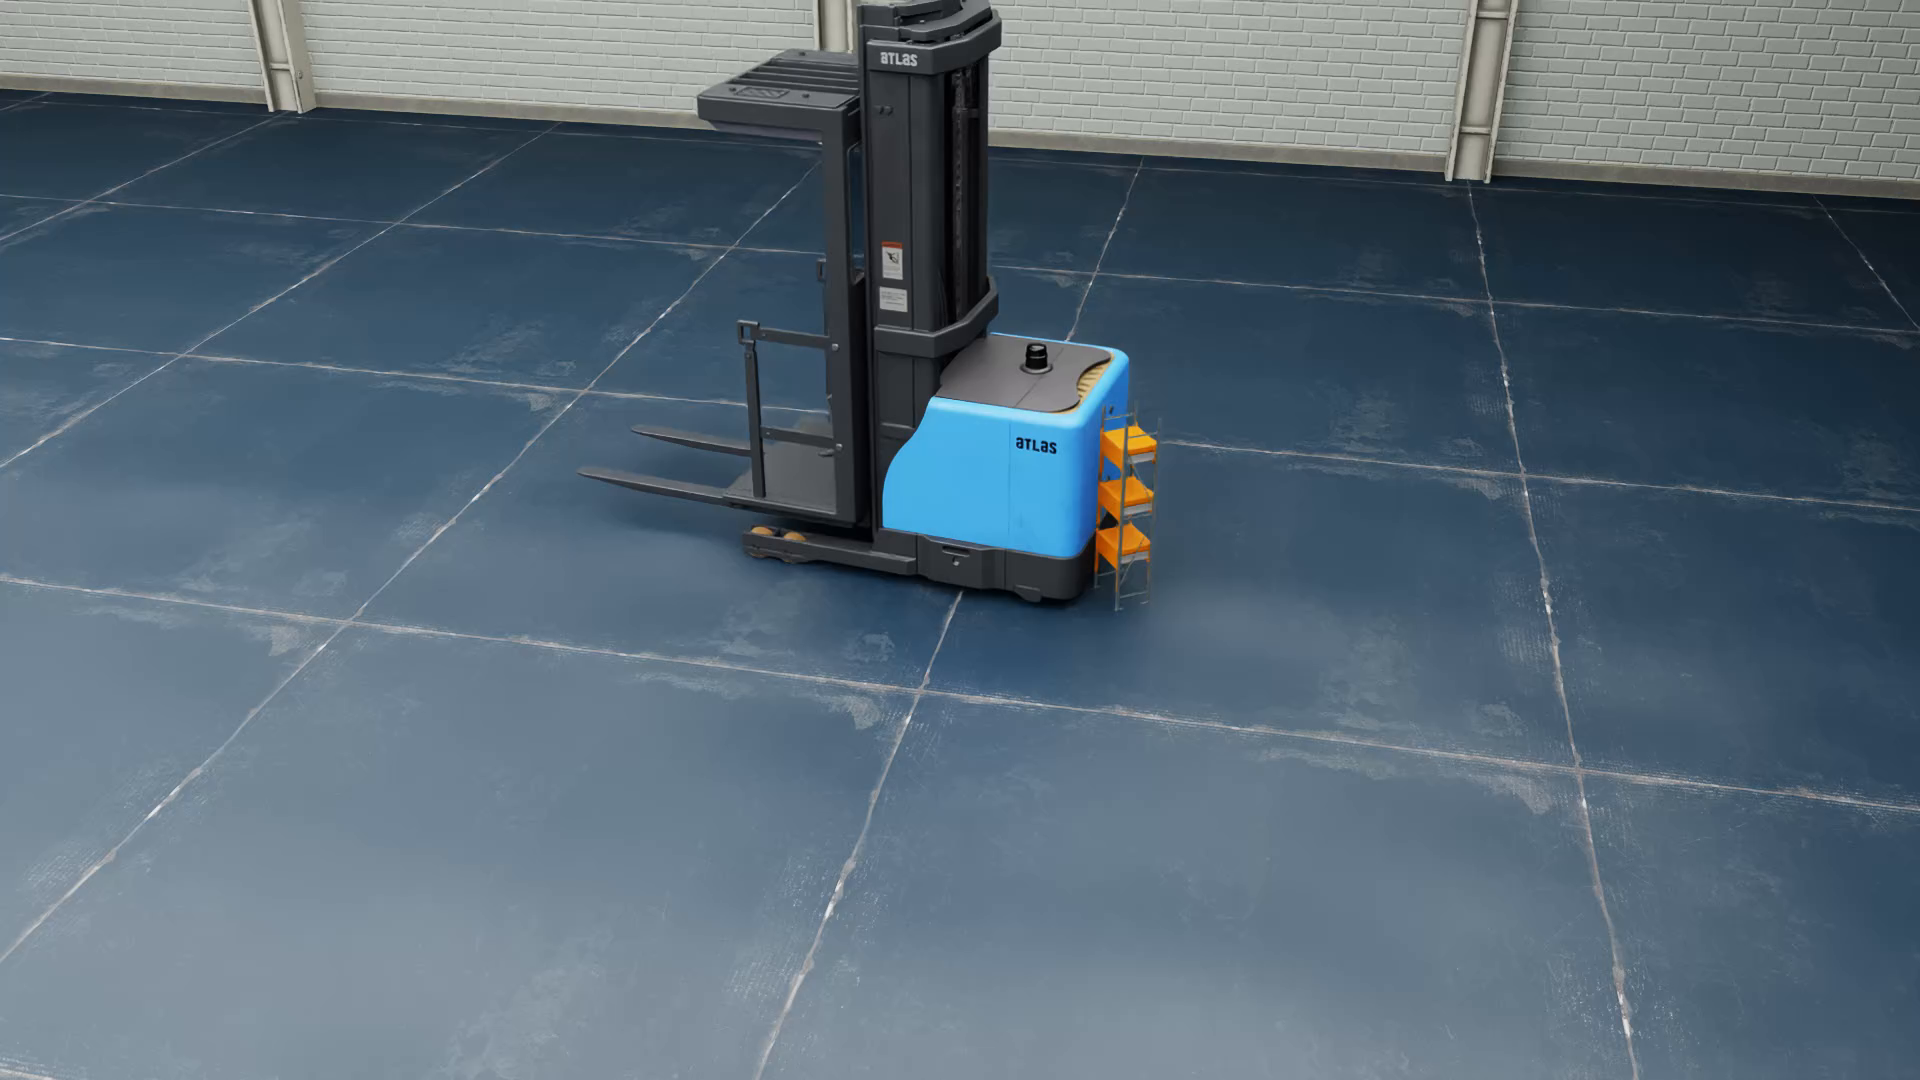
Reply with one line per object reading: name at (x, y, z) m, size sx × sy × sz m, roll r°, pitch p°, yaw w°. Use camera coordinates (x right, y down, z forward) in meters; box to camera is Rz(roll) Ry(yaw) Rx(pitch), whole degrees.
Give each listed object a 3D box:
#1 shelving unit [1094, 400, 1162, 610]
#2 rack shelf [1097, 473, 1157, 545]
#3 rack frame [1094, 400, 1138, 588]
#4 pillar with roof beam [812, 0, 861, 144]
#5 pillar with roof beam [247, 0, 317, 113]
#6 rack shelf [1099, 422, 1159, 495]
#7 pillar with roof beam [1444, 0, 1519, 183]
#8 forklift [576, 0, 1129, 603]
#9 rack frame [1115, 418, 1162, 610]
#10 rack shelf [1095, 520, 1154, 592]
shelving unit at (0.848, -0.171, 8.468) m, size 0.215 × 1.050 × 0.252 m, roll -11°, pitch 31°, yaw -20°
rack shelf at (0.848, -0.161, 8.473) m, size 0.215 × 0.259 × 0.240 m, roll -11°, pitch 31°, yaw -20°
rack frame at (0.800, -0.225, 8.567) m, size 0.200 × 1.050 × 0.008 m, roll -11°, pitch 31°, yaw -20°
pillar with roof beam at (-2.076, -5.883, 10.625) m, size 0.400 × 9.000 × 9.100 m, roll 6°, pitch 29°, yaw 11°
pillar with roof beam at (-7.944, -6.485, 11.724) m, size 0.400 × 9.000 × 9.100 m, roll 6°, pitch 29°, yaw 11°
rack shelf at (0.848, -0.410, 8.337) m, size 0.215 × 0.259 × 0.240 m, roll -11°, pitch 31°, yaw -20°
pillar with roof beam at (3.792, -5.282, 9.526) m, size 0.400 × 9.000 × 9.100 m, roll 6°, pitch 29°, yaw 11°
forklift at (-0.658, -1.384, 8.726) m, size 3.031 × 2.935 × 1.130 m, roll 10°, pitch 30°, yaw 17°
rack frame at (0.895, -0.117, 8.370) m, size 0.200 × 1.050 × 0.008 m, roll -11°, pitch 31°, yaw -20°
rack shelf at (0.847, 0.082, 8.607) m, size 0.215 × 0.259 × 0.240 m, roll -11°, pitch 31°, yaw -20°
